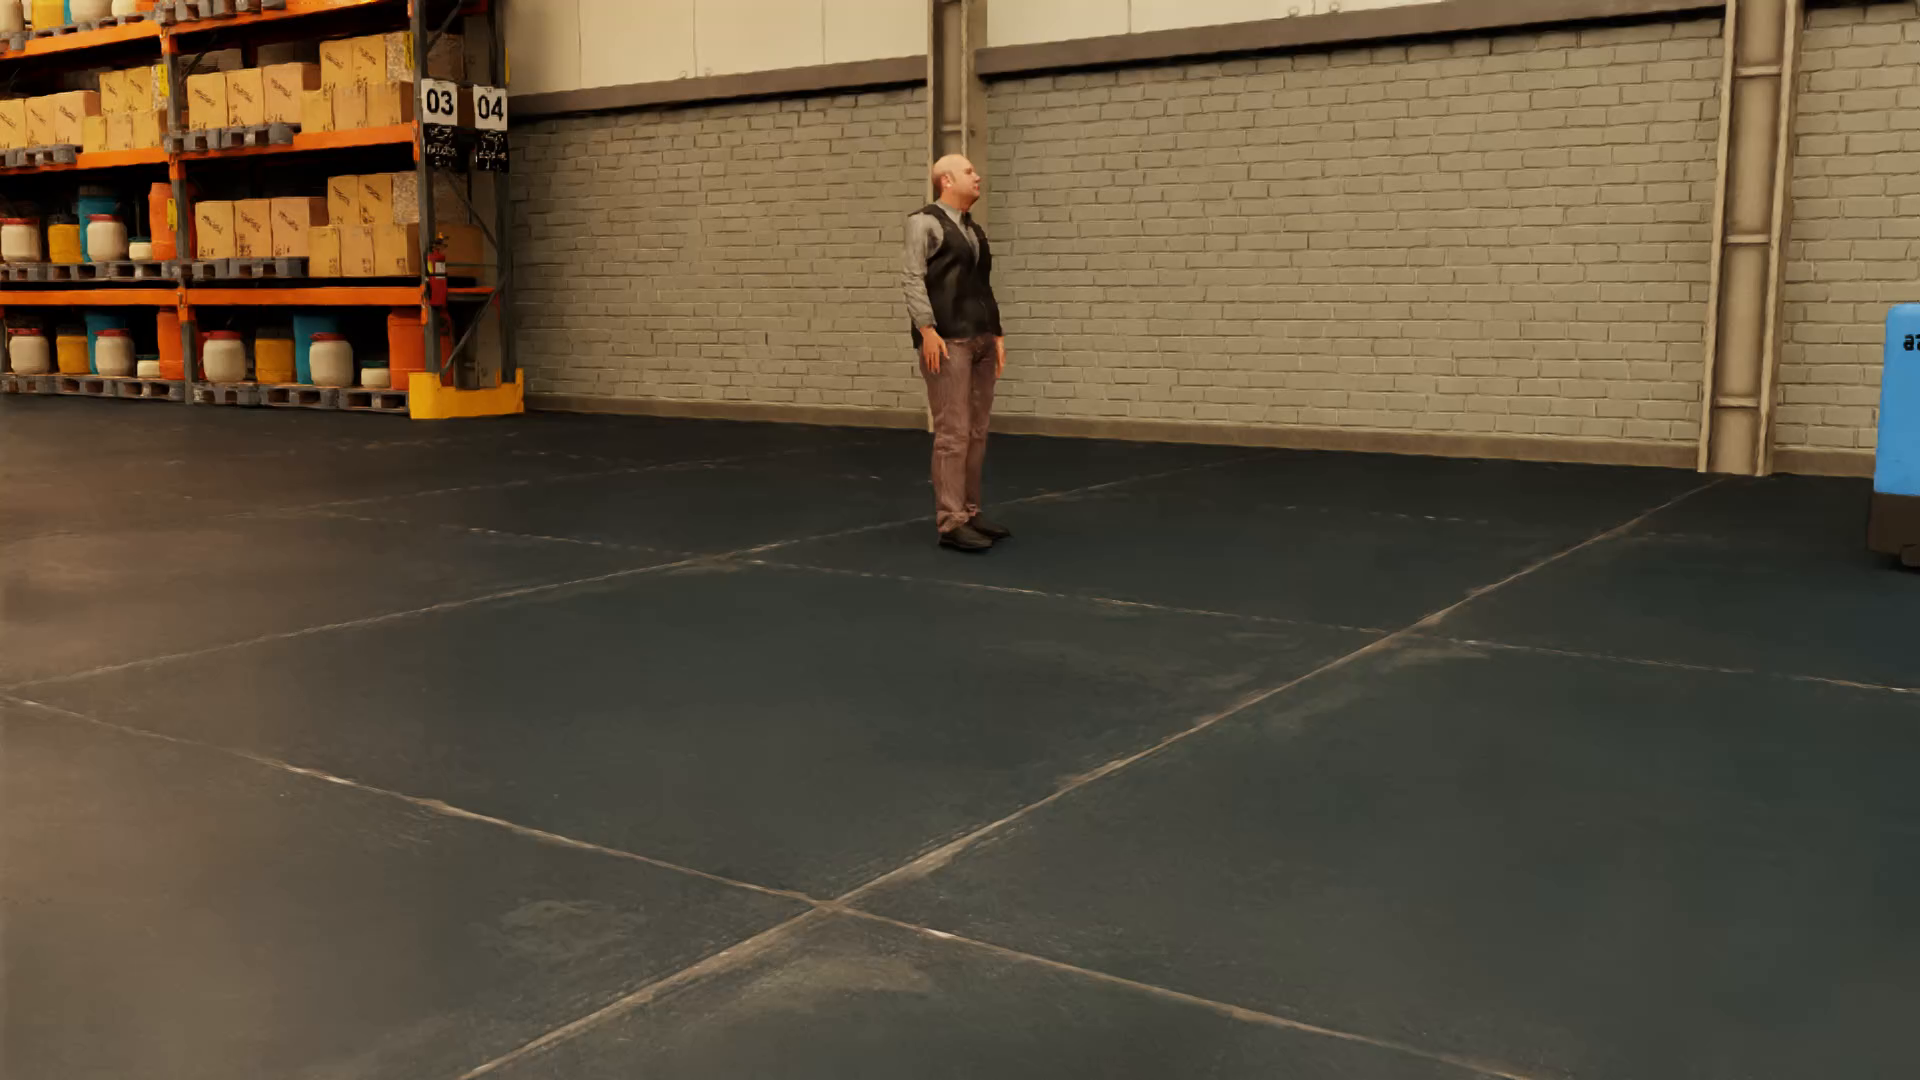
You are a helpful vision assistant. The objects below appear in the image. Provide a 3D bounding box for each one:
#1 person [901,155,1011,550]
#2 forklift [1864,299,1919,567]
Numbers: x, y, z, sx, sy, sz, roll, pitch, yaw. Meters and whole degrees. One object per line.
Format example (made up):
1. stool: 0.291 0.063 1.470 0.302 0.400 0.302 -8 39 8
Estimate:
1. person: 0.047 -0.854 7.440 0.567 1.720 0.632 5 10 34
2. forklift: 4.986 -1.213 5.721 1.130 2.935 3.031 -6 10 -36
